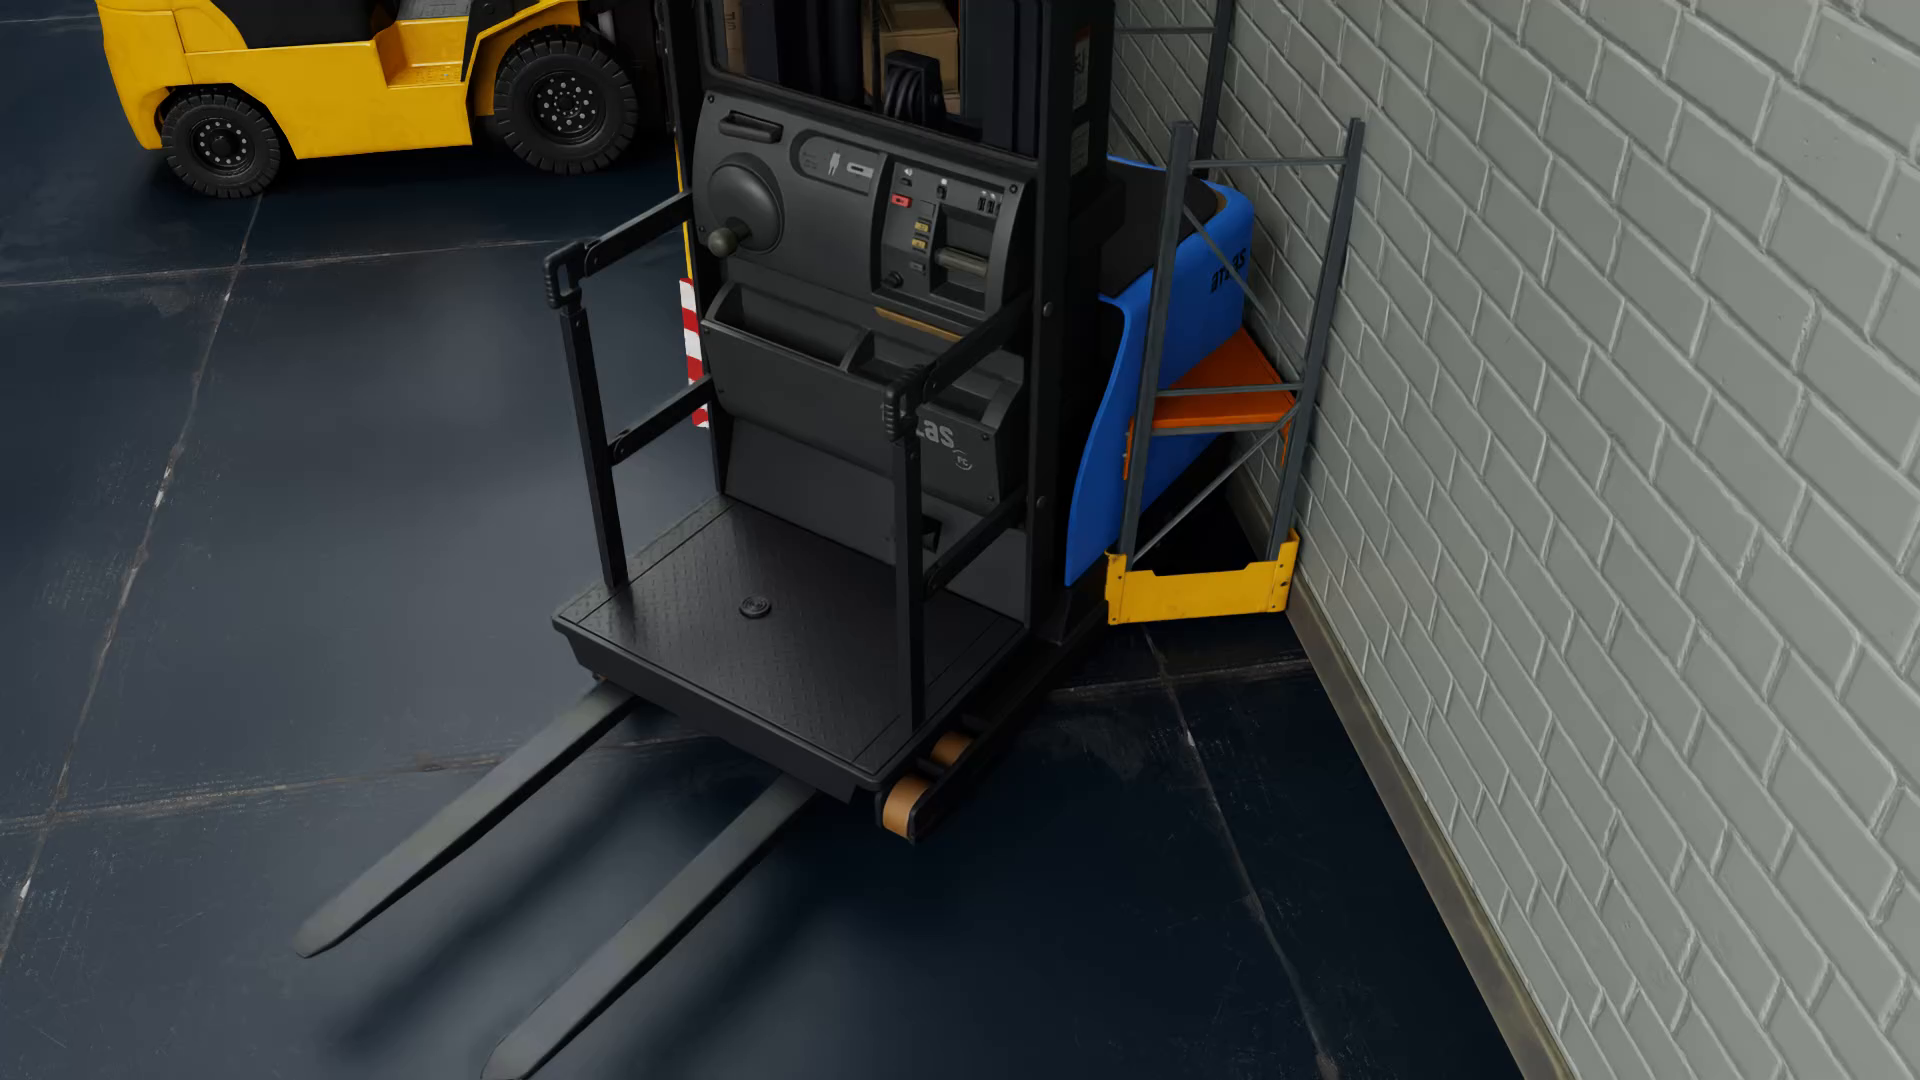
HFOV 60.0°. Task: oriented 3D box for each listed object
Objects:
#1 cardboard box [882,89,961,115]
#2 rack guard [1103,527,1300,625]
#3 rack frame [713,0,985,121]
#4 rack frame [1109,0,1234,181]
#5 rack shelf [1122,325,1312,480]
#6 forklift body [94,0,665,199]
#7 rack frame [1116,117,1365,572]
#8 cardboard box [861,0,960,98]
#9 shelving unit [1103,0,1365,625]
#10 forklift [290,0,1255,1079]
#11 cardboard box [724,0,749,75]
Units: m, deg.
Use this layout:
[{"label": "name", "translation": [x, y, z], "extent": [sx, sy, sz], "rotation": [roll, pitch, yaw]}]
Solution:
[{"label": "cardboard box", "translation": [-0.273, -1.702, 6.488], "extent": [0.500, 0.250, 0.500], "rotation": [-6, 38, -7]}, {"label": "rack guard", "translation": [0.682, 0.103, 4.834], "extent": [0.587, 0.250, 0.087], "rotation": [-4, 35, -11]}, {"label": "rack frame", "translation": [-0.395, -2.119, 5.532], "extent": [1.000, 3.000, 0.127], "rotation": [-6, 38, -8]}, {"label": "rack frame", "translation": [0.520, -0.974, 5.280], "extent": [0.500, 1.500, 0.032], "rotation": [-4, 35, -11]}, {"label": "rack shelf", "translation": [0.610, -0.539, 4.974], "extent": [0.538, 0.185, 1.000], "rotation": [-4, 35, -11]}, {"label": "forklift body", "translation": [-2.524, -2.733, 7.014], "extent": [2.313, 2.155, 1.214], "rotation": [-6, 38, -8]}, {"label": "rack frame", "translation": [0.720, -0.401, 4.465], "extent": [0.500, 1.500, 0.032], "rotation": [-4, 35, -11]}, {"label": "cardboard box", "translation": [-0.293, -1.904, 6.340], "extent": [0.500, 0.250, 0.500], "rotation": [-7, 38, -9]}, {"label": "shelving unit", "translation": [0.618, -0.693, 4.880], "extent": [0.587, 1.500, 1.083], "rotation": [-4, 35, -11]}, {"label": "forklift", "translation": [-0.377, -0.727, 3.797], "extent": [1.130, 2.935, 3.031], "rotation": [23, 43, 26]}, {"label": "cardboard box", "translation": [-0.783, -1.838, 6.255], "extent": [0.500, 0.250, 0.500], "rotation": [-5, 38, -6]}]
